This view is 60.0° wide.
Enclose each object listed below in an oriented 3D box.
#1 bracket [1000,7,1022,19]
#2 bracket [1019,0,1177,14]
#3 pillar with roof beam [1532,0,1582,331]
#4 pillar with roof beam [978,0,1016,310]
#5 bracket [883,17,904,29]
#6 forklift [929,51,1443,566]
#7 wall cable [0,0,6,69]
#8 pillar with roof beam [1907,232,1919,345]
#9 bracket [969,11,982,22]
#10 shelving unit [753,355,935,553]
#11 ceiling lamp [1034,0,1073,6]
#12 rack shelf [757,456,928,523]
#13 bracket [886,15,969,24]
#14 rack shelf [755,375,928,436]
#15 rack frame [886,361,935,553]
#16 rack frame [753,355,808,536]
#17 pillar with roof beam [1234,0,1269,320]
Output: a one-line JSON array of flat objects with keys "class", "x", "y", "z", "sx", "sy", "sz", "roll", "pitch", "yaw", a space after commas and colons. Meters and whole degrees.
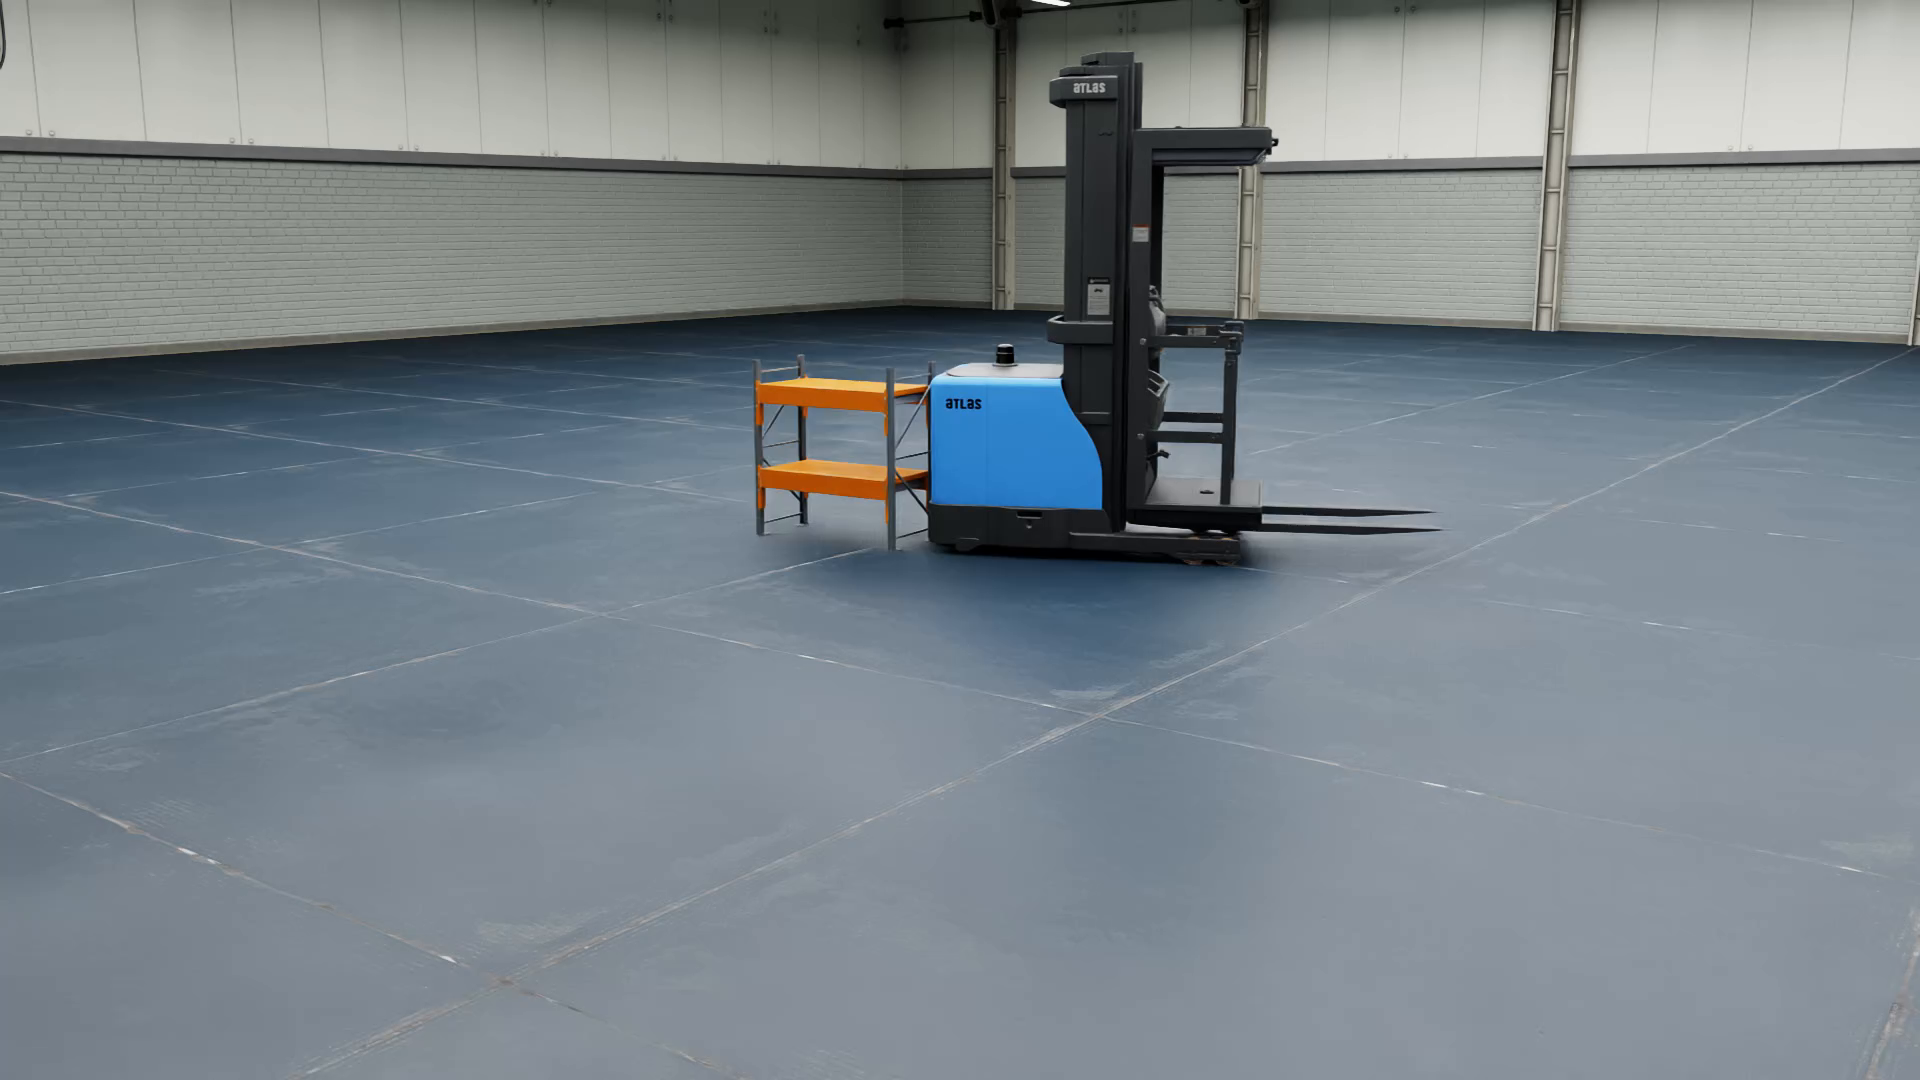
[{"class": "bracket", "x": 1.095, "y": -11.243, "z": 35.475, "sx": 0.430, "sy": 0.232, "sz": 0.235, "roll": 8, "pitch": 13, "yaw": 36}, {"class": "bracket", "x": 3.171, "y": -10.953, "z": 33.977, "sx": 4.783, "sy": 0.066, "sz": 0.076, "roll": 8, "pitch": 13, "yaw": 36}, {"class": "pillar with roof beam", "x": 8.094, "y": -7.568, "z": 25.958, "sx": 0.400, "sy": 9.000, "sz": 9.100, "roll": 8, "pitch": 13, "yaw": 36}, {"class": "pillar with roof beam", "x": -1.578, "y": -8.917, "z": 32.932, "sx": 0.548, "sy": 9.000, "sz": 9.100, "roll": 8, "pitch": 13, "yaw": 36}, {"class": "bracket", "x": -1.485, "y": -11.602, "z": 37.334, "sx": 0.430, "sy": 0.232, "sz": 0.235, "roll": 8, "pitch": 13, "yaw": 36}, {"class": "forklift", "x": 1.378, "y": -1.395, "z": 10.025, "sx": 3.031, "sy": 2.935, "sz": 1.130, "roll": 2, "pitch": 11, "yaw": 10}, {"class": "wall cable", "x": -13.635, "y": -8.409, "z": 21.350, "sx": 0.169, "sy": 6.003, "sz": 2.305, "roll": 8, "pitch": 13, "yaw": 36}, {"class": "pillar with roof beam", "x": 12.930, "y": -6.894, "z": 22.471, "sx": 0.400, "sy": 9.000, "sz": 9.100, "roll": 8, "pitch": 13, "yaw": 36}, {"class": "bracket", "x": 0.426, "y": -11.336, "z": 35.957, "sx": 0.430, "sy": 0.232, "sz": 0.235, "roll": 8, "pitch": 13, "yaw": 36}, {"class": "shelving unit", "x": -0.729, "y": -0.568, "z": 10.505, "sx": 1.048, "sy": 1.125, "sz": 0.538, "roll": 7, "pitch": 13, "yaw": 31}, {"class": "ceiling lamp", "x": 1.148, "y": -11.248, "z": 29.613, "sx": 0.800, "sy": 3.185, "sz": 2.000, "roll": 8, "pitch": 13, "yaw": 36}, {"class": "rack shelf", "x": -0.729, "y": -0.328, "z": 10.551, "sx": 1.000, "sy": 0.278, "sz": 0.538, "roll": 7, "pitch": 13, "yaw": 31}, {"class": "bracket", "x": -1.009, "y": -11.536, "z": 36.991, "sx": 3.189, "sy": 0.066, "sz": 0.076, "roll": 8, "pitch": 13, "yaw": 36}, {"class": "rack shelf", "x": -0.729, "y": -0.856, "z": 10.449, "sx": 1.000, "sy": 0.278, "sz": 0.538, "roll": 7, "pitch": 13, "yaw": 31}, {"class": "rack frame", "x": -0.297, "y": -0.517, "z": 10.241, "sx": 0.032, "sy": 1.125, "sz": 0.500, "roll": 7, "pitch": 13, "yaw": 31}, {"class": "rack frame", "x": -1.160, "y": -0.619, "z": 10.769, "sx": 0.032, "sy": 1.125, "sz": 0.500, "roll": 7, "pitch": 13, "yaw": 31}, {"class": "pillar with roof beam", "x": 3.258, "y": -8.243, "z": 29.445, "sx": 0.548, "sy": 9.000, "sz": 9.100, "roll": 8, "pitch": 13, "yaw": 36}]
